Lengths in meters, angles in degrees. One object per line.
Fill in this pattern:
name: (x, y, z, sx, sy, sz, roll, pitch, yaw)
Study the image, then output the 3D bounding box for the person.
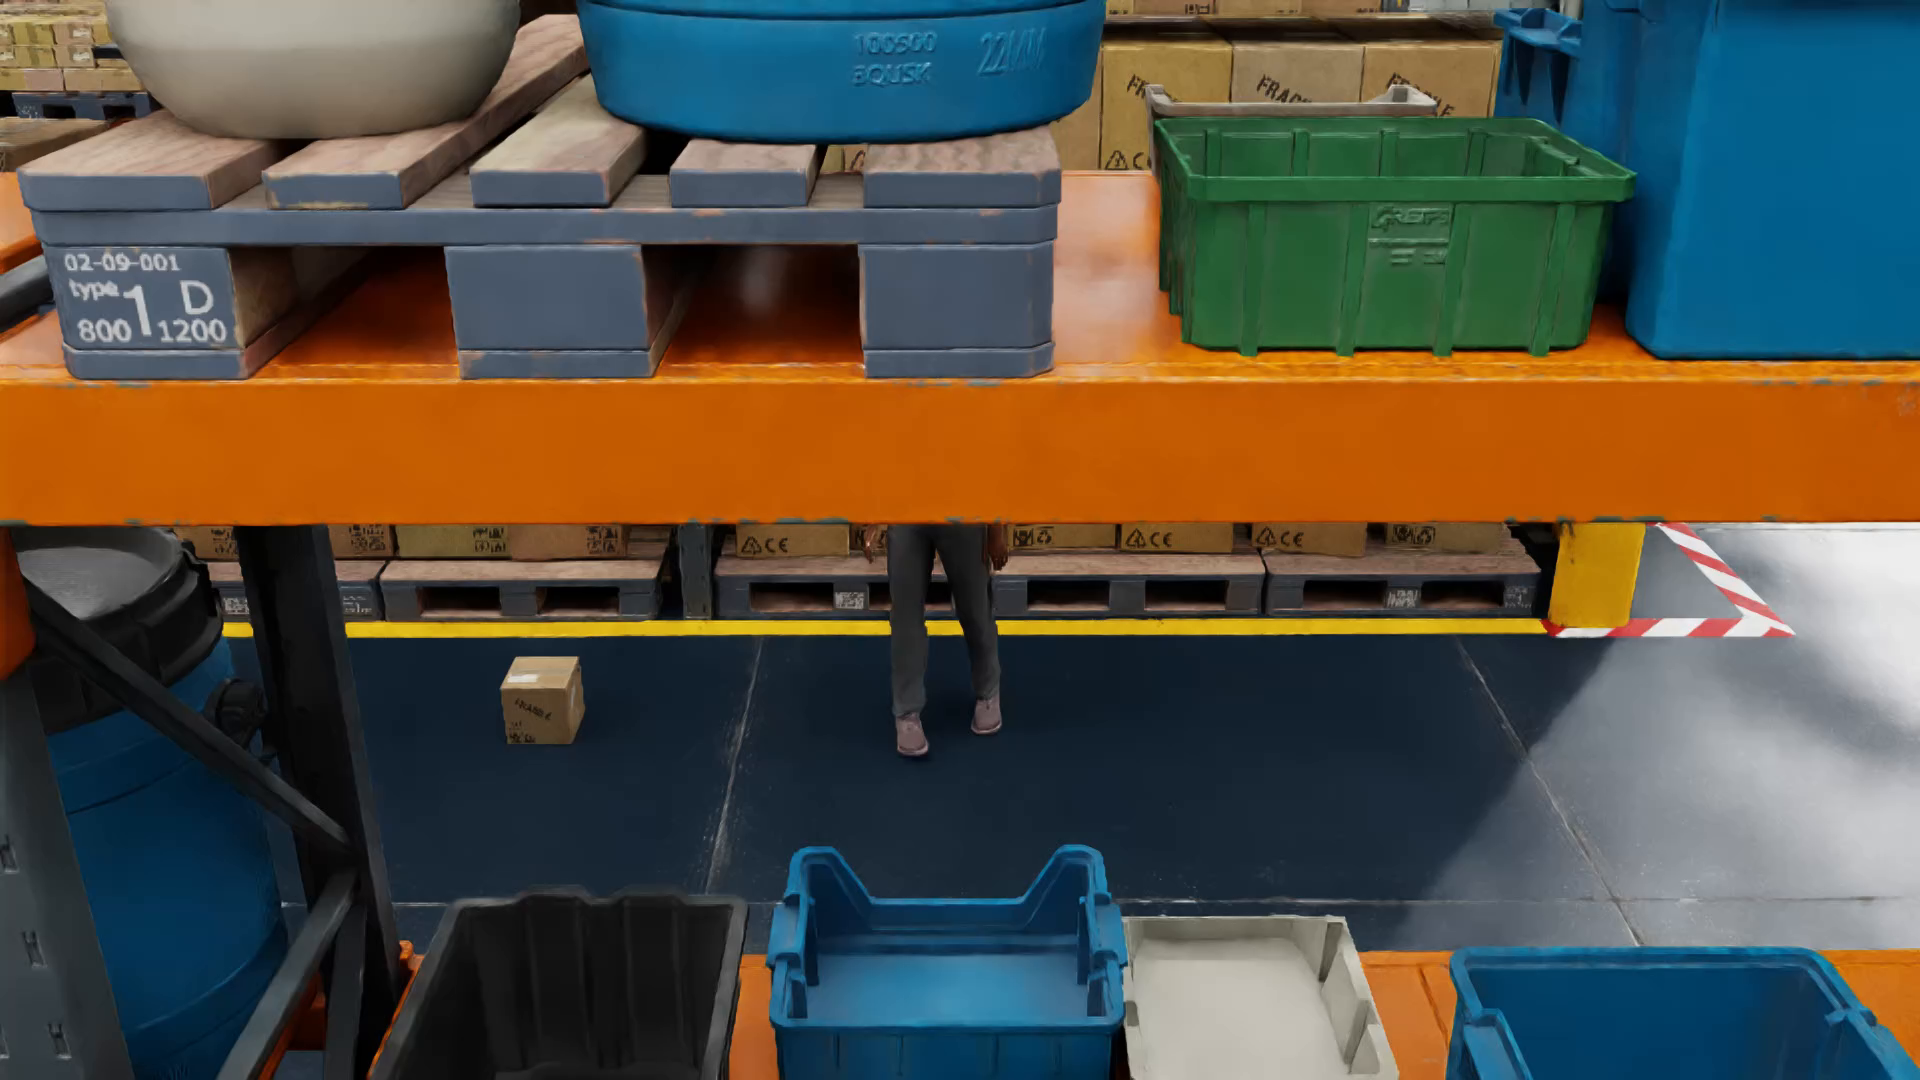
person: (-0.103, -0.023, 6.152, 0.541, 1.661, 0.562, 8, 26, 18)
